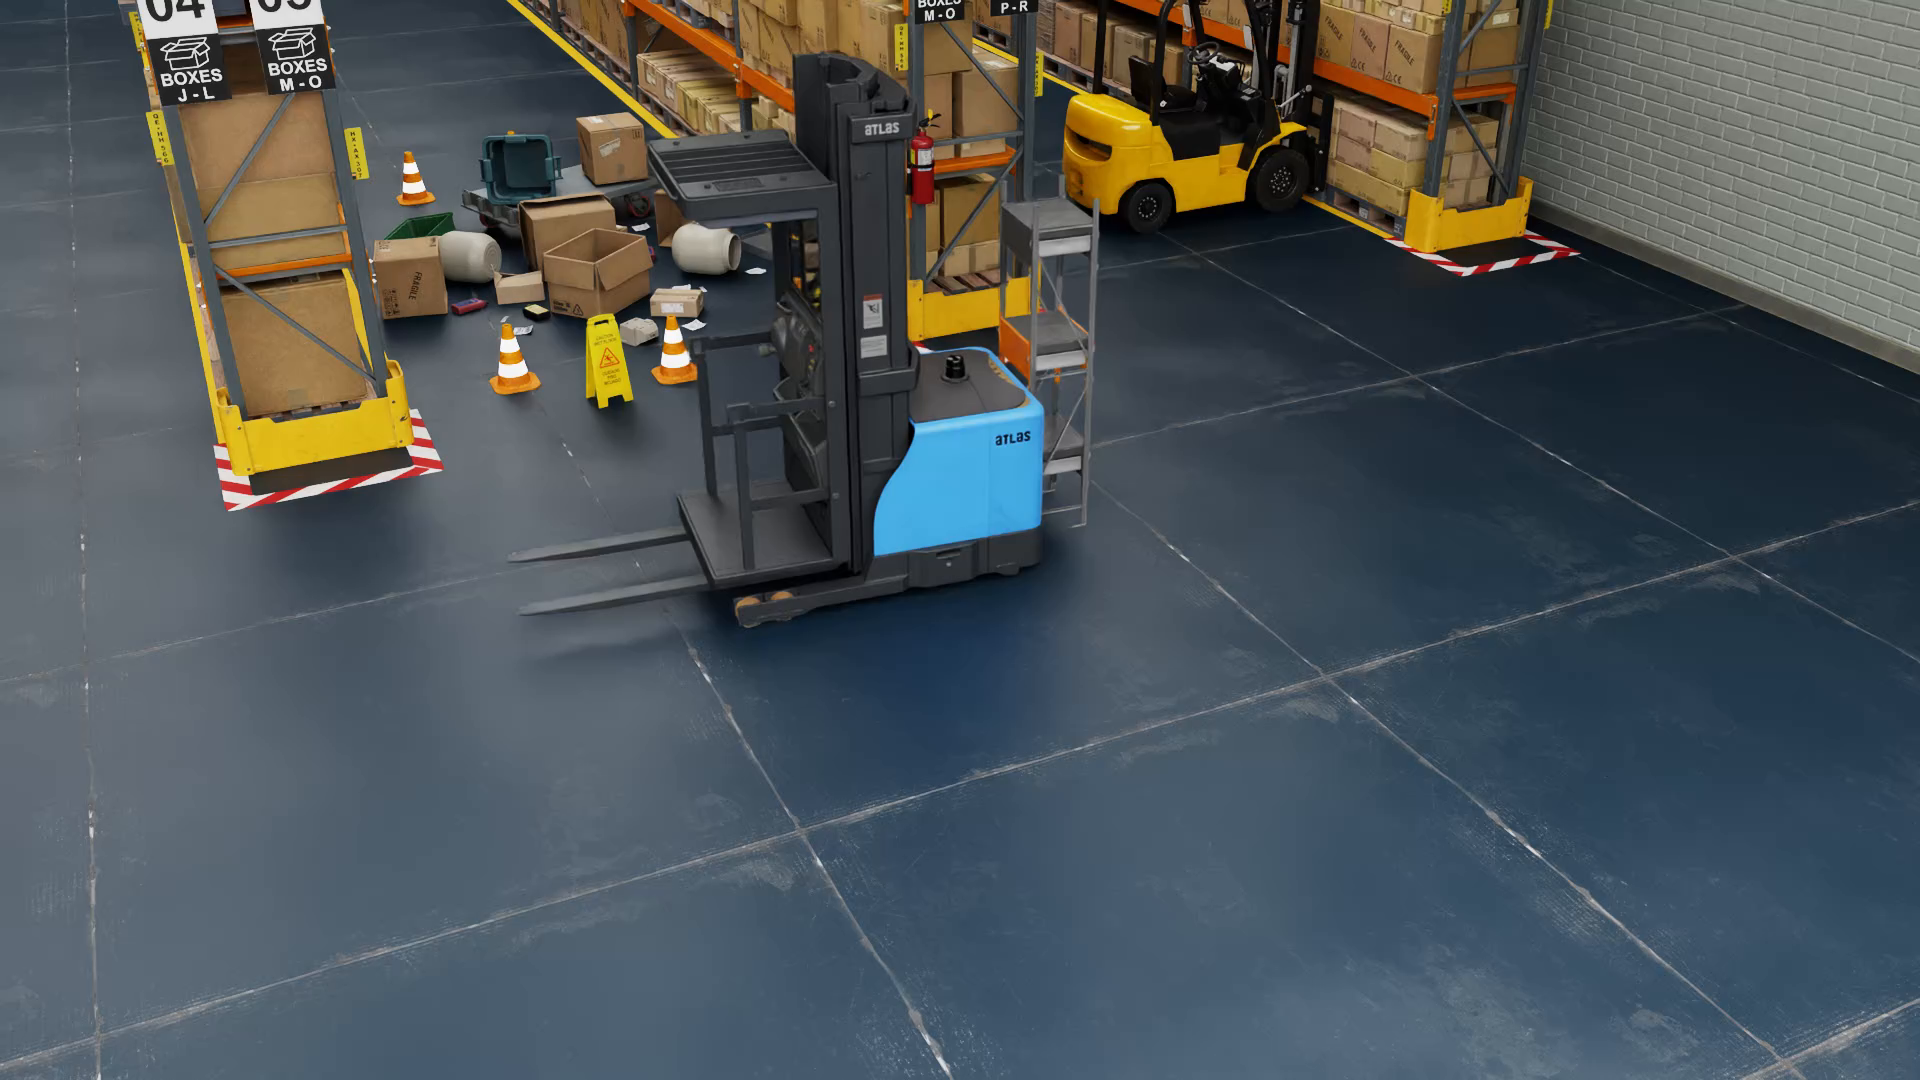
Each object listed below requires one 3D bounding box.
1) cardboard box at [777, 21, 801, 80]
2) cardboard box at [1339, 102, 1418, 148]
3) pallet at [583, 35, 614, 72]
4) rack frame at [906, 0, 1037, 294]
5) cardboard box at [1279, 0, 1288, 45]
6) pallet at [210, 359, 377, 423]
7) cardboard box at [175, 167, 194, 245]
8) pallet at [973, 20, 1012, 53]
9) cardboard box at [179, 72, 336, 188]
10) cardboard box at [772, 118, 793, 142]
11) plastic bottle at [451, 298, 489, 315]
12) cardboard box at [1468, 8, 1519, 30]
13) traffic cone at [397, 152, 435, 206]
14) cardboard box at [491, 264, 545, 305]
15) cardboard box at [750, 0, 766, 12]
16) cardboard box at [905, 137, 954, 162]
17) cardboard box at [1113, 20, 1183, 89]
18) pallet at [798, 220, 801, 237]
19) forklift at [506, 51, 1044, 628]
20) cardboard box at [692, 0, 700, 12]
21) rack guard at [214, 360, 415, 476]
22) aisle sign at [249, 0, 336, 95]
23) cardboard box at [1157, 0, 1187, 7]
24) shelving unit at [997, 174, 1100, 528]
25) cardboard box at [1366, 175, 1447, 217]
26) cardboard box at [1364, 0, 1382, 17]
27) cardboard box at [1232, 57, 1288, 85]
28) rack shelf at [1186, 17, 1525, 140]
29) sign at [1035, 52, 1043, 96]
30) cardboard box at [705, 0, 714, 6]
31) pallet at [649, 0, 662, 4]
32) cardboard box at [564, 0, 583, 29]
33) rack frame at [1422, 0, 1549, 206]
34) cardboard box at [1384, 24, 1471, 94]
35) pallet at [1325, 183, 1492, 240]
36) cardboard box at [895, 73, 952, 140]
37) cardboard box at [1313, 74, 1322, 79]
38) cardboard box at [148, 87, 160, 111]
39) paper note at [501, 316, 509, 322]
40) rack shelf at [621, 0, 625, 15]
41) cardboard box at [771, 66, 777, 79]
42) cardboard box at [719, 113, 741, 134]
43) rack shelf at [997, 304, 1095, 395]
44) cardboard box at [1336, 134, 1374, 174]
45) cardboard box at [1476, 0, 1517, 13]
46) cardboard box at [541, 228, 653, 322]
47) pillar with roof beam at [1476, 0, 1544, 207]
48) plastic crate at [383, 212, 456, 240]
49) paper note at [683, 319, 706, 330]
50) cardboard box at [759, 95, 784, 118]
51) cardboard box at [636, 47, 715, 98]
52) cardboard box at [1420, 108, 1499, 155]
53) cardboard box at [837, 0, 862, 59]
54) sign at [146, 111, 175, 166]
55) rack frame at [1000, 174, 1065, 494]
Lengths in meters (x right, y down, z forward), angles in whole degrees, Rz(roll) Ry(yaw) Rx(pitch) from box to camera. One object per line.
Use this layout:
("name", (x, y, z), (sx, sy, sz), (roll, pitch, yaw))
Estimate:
("cardboard box", (-1.251, -4.259, 14.344), (0.500, 0.500, 0.500), (-13, 32, -22))
("cardboard box", (3.867, -3.839, 15.361), (0.500, 0.250, 0.500), (-12, 32, -21))
("pallet", (-4.136, -6.232, 21.121), (1.003, 0.211, 1.213), (-13, 32, -22))
("rack frame", (0.089, -3.013, 12.528), (1.000, 3.000, 0.127), (-13, 32, -22))
("cardboard box", (3.265, -5.166, 16.267), (0.500, 0.500, 0.500), (-13, 32, -22))
("pallet", (-4.752, -1.049, 11.878), (1.003, 0.211, 1.213), (-13, 32, -22))
("cardboard box", (-4.794, -2.387, 11.259), (0.875, 0.550, 0.550), (-13, 32, -22))
("pallet", (0.850, -6.712, 21.976), (1.003, 0.211, 1.213), (-13, 32, -22))
("cardboard box", (-4.463, -2.637, 10.601), (0.875, 0.550, 0.550), (-13, 32, -22))
("cardboard box", (-1.378, -3.539, 15.083), (0.500, 0.500, 0.500), (-12, 31, -20))
("plastic bottle", (-3.997, -1.917, 13.579), (0.133, 0.061, 0.283), (26, 38, 38))
("cardboard box", (4.659, -4.587, 14.571), (0.380, 0.149, 0.250), (-14, 32, -23))
("traffic cone", (-5.267, -3.498, 15.989), (0.336, 0.463, 0.334), (-13, 32, -22))
("cardboard box", (-3.654, -2.130, 13.751), (0.396, 0.266, 0.258), (-8, 30, -13))
("cardboard box", (-1.436, -4.919, 14.499), (0.700, 0.500, 0.500), (-13, 32, -22))
("cardboard box", (-0.265, -3.023, 12.804), (0.380, 0.149, 0.250), (-12, 31, -20))
("cardboard box", (2.293, -5.543, 19.040), (0.875, 0.625, 0.625), (-13, 32, -22))
("pallet", (-0.780, -2.734, 14.883), (1.003, 0.211, 1.213), (-13, 32, -22))
("forklift", (-1.081, -1.078, 9.149), (3.031, 2.935, 1.130), (-10, 31, -17))
("cardboard box", (-2.451, -5.361, 16.543), (0.380, 0.149, 0.250), (-13, 32, -22))
("rack guard", (-4.328, -0.828, 11.188), (1.175, 0.500, 0.348), (-13, 32, -22))
("aisle sign", (-4.037, -3.094, 10.016), (0.394, 0.787, 0.004), (-13, 32, -22))
("cardboard box", (2.401, -5.926, 17.877), (0.500, 0.250, 0.500), (-12, 32, -21))
("shelving unit", (0.513, -1.085, 10.011), (0.431, 2.100, 0.503), (-10, 31, -18))
("cardboard box", (4.083, -3.181, 15.212), (0.500, 0.250, 0.500), (-13, 32, -22))
("cardboard box", (3.880, -4.823, 14.992), (0.380, 0.149, 0.250), (-13, 32, -22))
("cardboard box", (2.988, -4.736, 16.961), (0.500, 0.250, 0.500), (-13, 32, -22))
("rack shelf", (3.712, -4.626, 16.141), (1.077, 0.370, 4.000), (-13, 32, -22))
("sign", (0.579, -3.504, 12.520), (0.100, 0.325, 0.005), (-13, 32, -22))
("cardboard box", (-2.248, -5.511, 16.148), (0.500, 0.500, 0.500), (-13, 32, -22))
("pallet", (-2.943, -6.170, 18.356), (1.213, 0.211, 1.003), (-13, 32, -22))
("cardboard box", (-4.724, -7.313, 21.940), (0.875, 0.875, 0.875), (-12, 31, -20))
("rack frame", (4.570, -4.056, 14.390), (1.000, 3.000, 0.127), (-13, 32, -22))
("cardboard box", (4.122, -4.262, 14.655), (0.500, 0.500, 0.500), (-14, 32, -23))
("pallet", (4.204, -3.169, 15.659), (1.003, 0.211, 1.213), (-13, 32, -22))
("cardboard box", (-0.393, -3.368, 12.756), (0.500, 0.500, 0.500), (-14, 32, -23))
("cardboard box", (3.675, -4.620, 16.754), (0.500, 0.250, 0.500), (-13, 32, -22))
("cardboard box", (-7.214, -3.991, 16.144), (1.050, 0.750, 0.750), (-13, 32, -21))
("paper note", (-3.665, -1.778, 13.383), (0.032, 0.001, 0.123), (2, 29, 4))
("rack shelf", (-4.204, -7.116, 20.582), (1.077, 0.370, 4.000), (-13, 32, -22))
("cardboard box", (-1.486, -4.252, 14.995), (0.380, 0.149, 0.250), (-13, 32, -22))
("cardboard box", (-1.856, -4.048, 16.632), (0.950, 0.372, 0.625), (-13, 32, -21))
("rack shelf", (0.513, -1.073, 10.018), (0.431, 0.518, 0.480), (-10, 31, -18))
("cardboard box", (3.874, -3.631, 15.503), (0.500, 0.250, 0.500), (-13, 32, -22))
("cardboard box", (4.619, -4.706, 14.479), (0.380, 0.149, 0.250), (-14, 32, -23))
("cardboard box", (-2.952, -2.168, 13.575), (0.637, 0.503, 0.797), (13, 32, 21))
("pillar with roof beam", (1.197, -6.266, 12.197), (9.100, 9.000, 0.400), (-13, 32, -22))
("plastic crate", (-4.798, -2.692, 14.774), (0.450, 0.188, 0.662), (-7, 28, 9))
("paper note", (-2.115, -1.717, 13.254), (0.142, 0.019, 0.148), (26, 38, 38))
("cardboard box", (-1.619, -3.988, 15.220), (0.380, 0.149, 0.250), (-13, 32, -21))
("cardboard box", (-3.112, -5.332, 18.922), (0.950, 0.372, 0.625), (-15, 33, -25))
("cardboard box", (4.535, -3.728, 15.165), (0.500, 0.250, 0.500), (-14, 32, -23))
("cardboard box", (-0.538, -4.027, 12.909), (0.700, 0.500, 0.500), (-13, 32, -22))
("sign", (-4.834, -2.429, 10.062), (0.100, 0.325, 0.005), (-13, 32, -22))
("rack frame", (0.428, -1.197, 10.211), (0.400, 2.100, 0.015), (-10, 31, -18))
